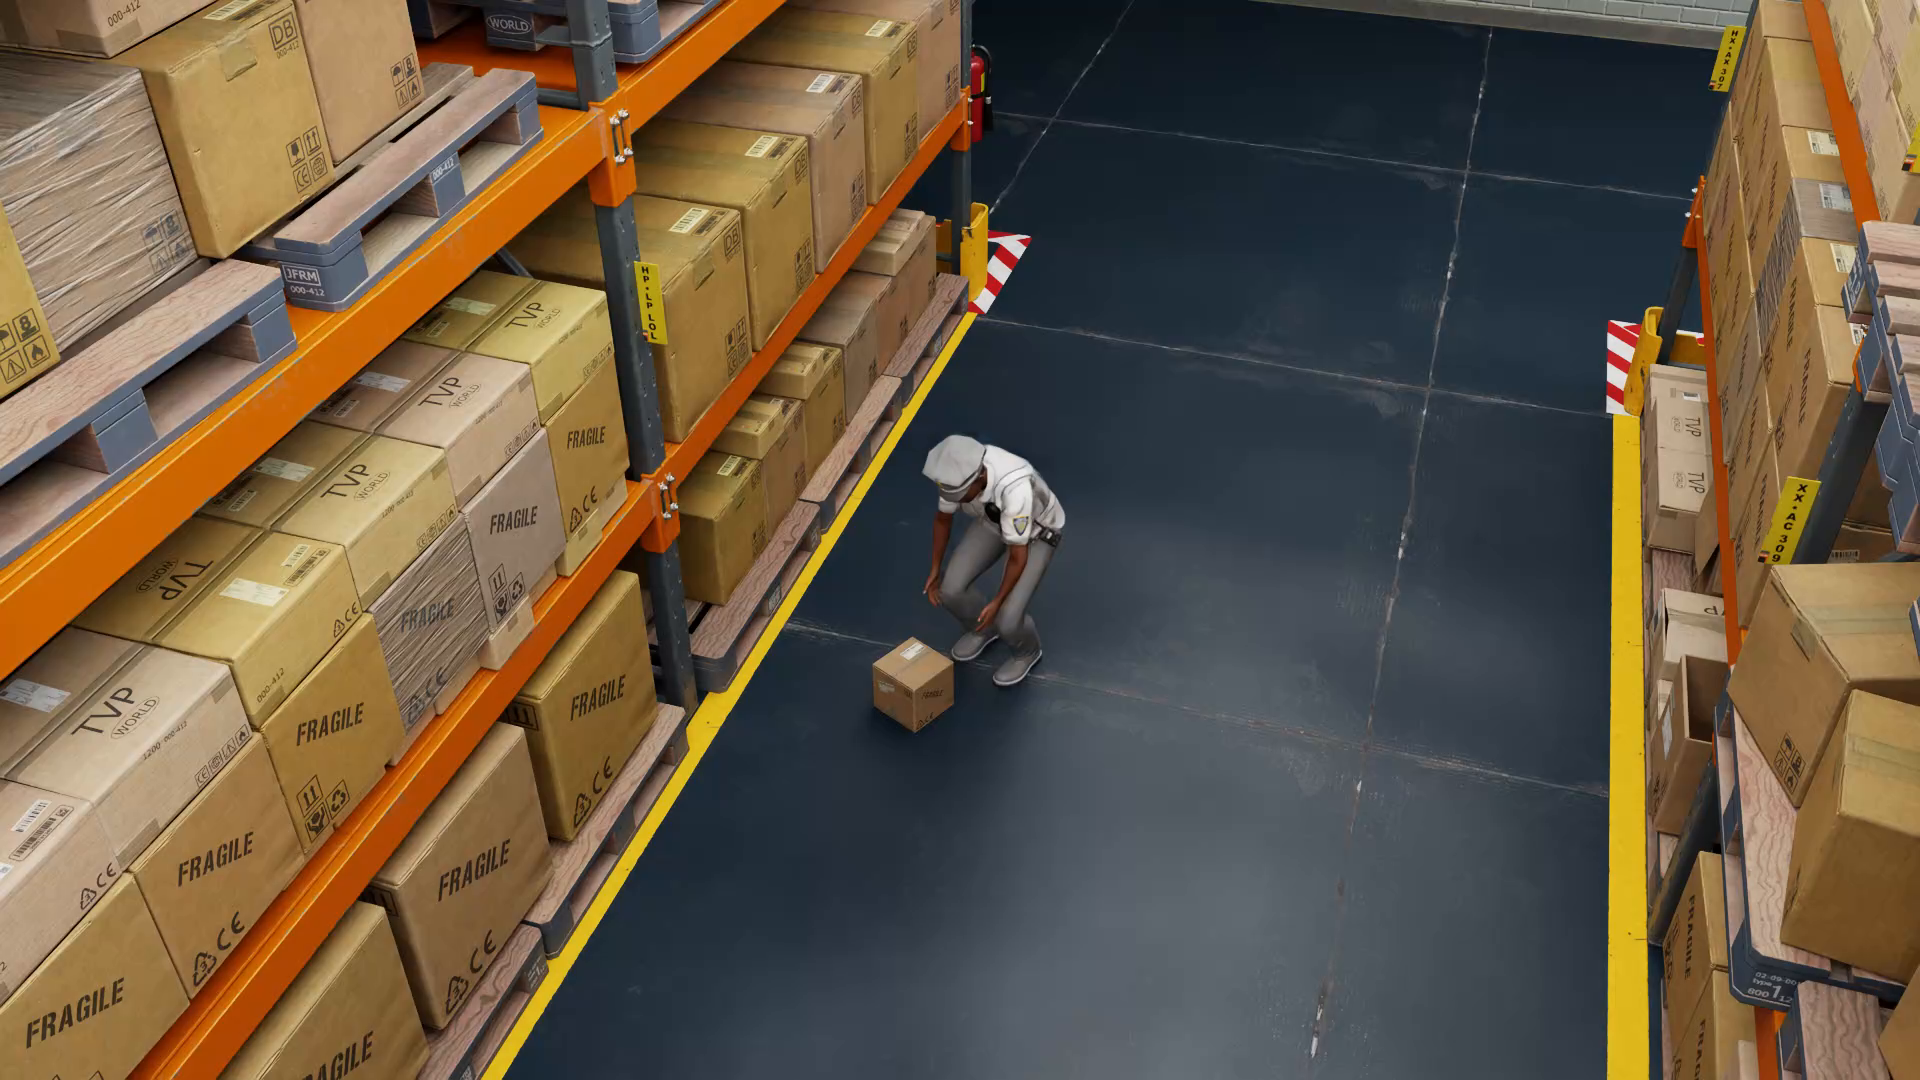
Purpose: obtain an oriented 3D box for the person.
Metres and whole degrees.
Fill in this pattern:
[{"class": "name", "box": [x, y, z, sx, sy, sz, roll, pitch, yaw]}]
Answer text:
[{"class": "person", "box": [0.146, 0.057, 7.097, 0.496, 1.331, 0.741, 29, 46, 33]}]
